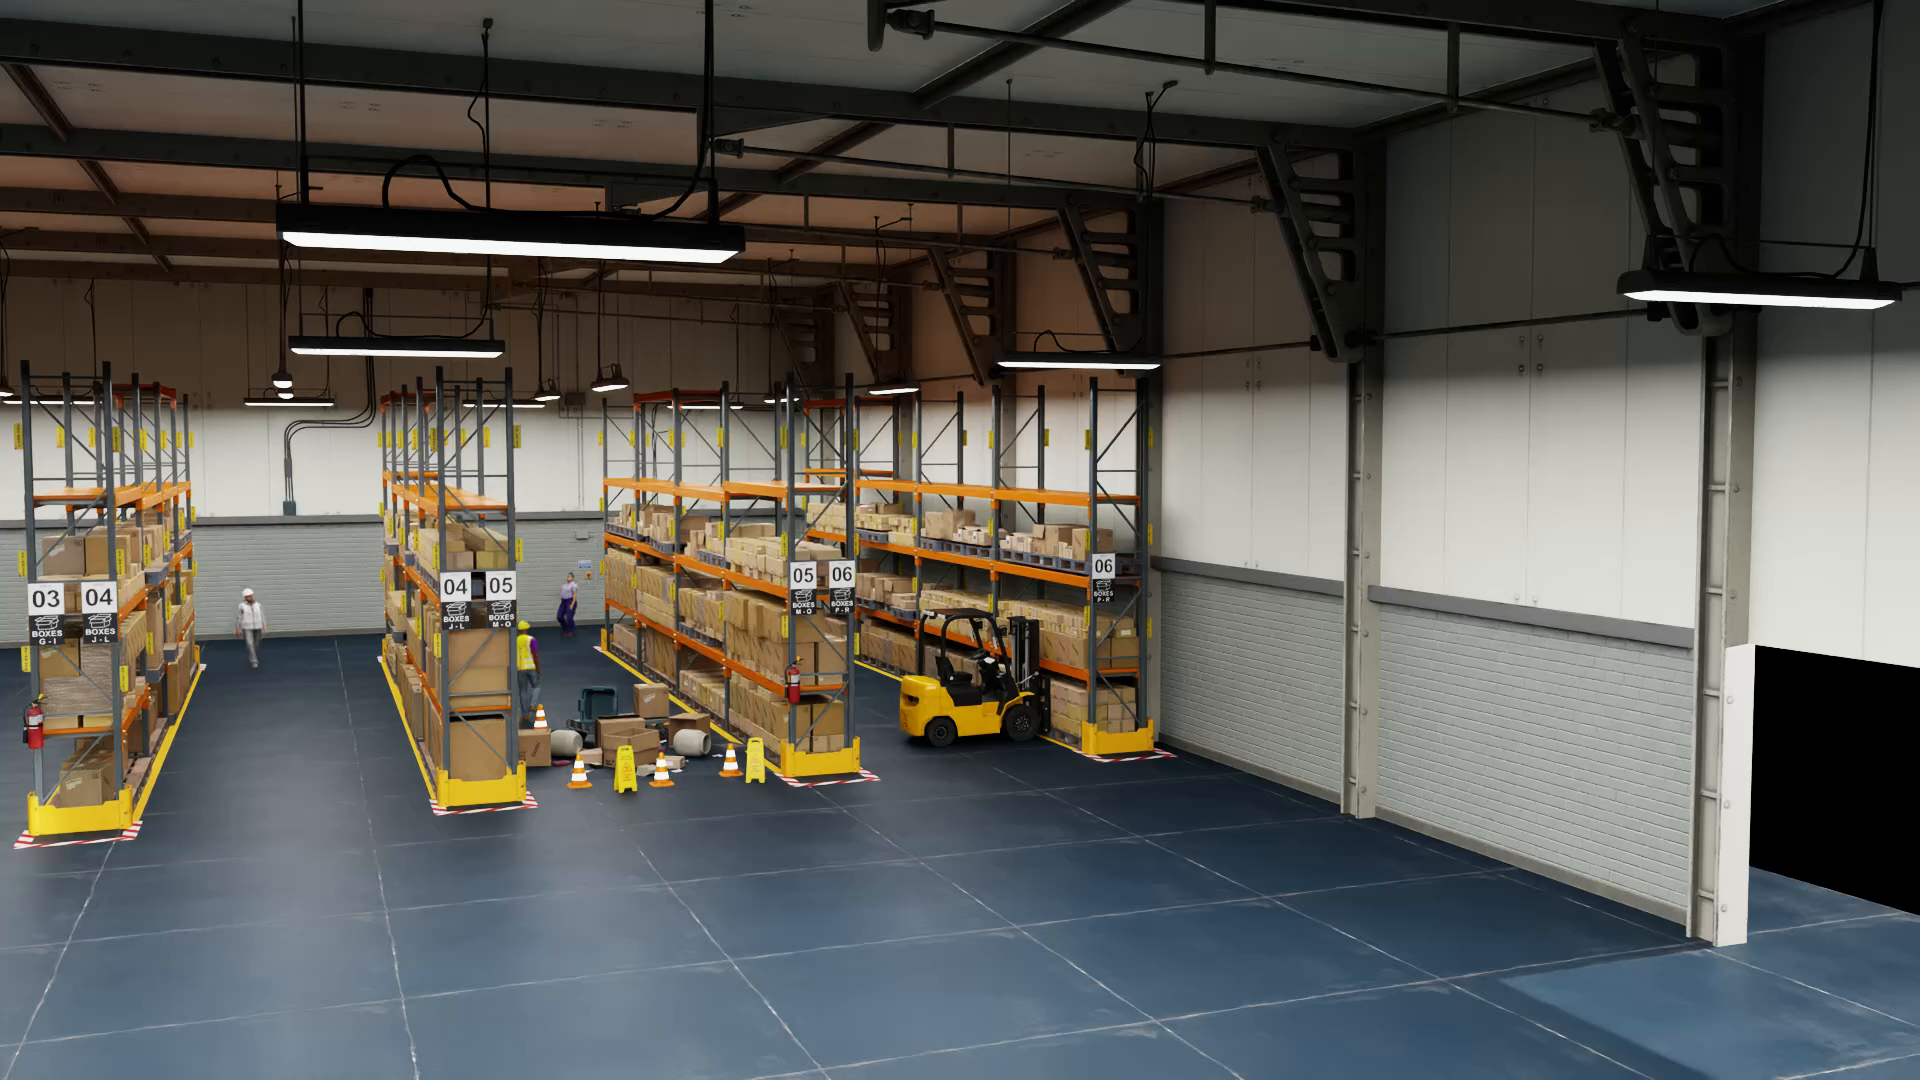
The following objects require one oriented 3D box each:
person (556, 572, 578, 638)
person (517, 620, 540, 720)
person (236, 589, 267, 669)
[{"bbox_3d":[-9.953,1.679,42.158,0.498,1.695,0.436,2,4,30],"label":"person"},{"bbox_3d":[-7.784,2.326,29.782,0.600,1.754,0.505,-1,4,-11],"label":"person"},{"bbox_3d":[-15.544,1.929,36.519,0.609,1.719,1.036,-3,4,-38],"label":"person"}]
